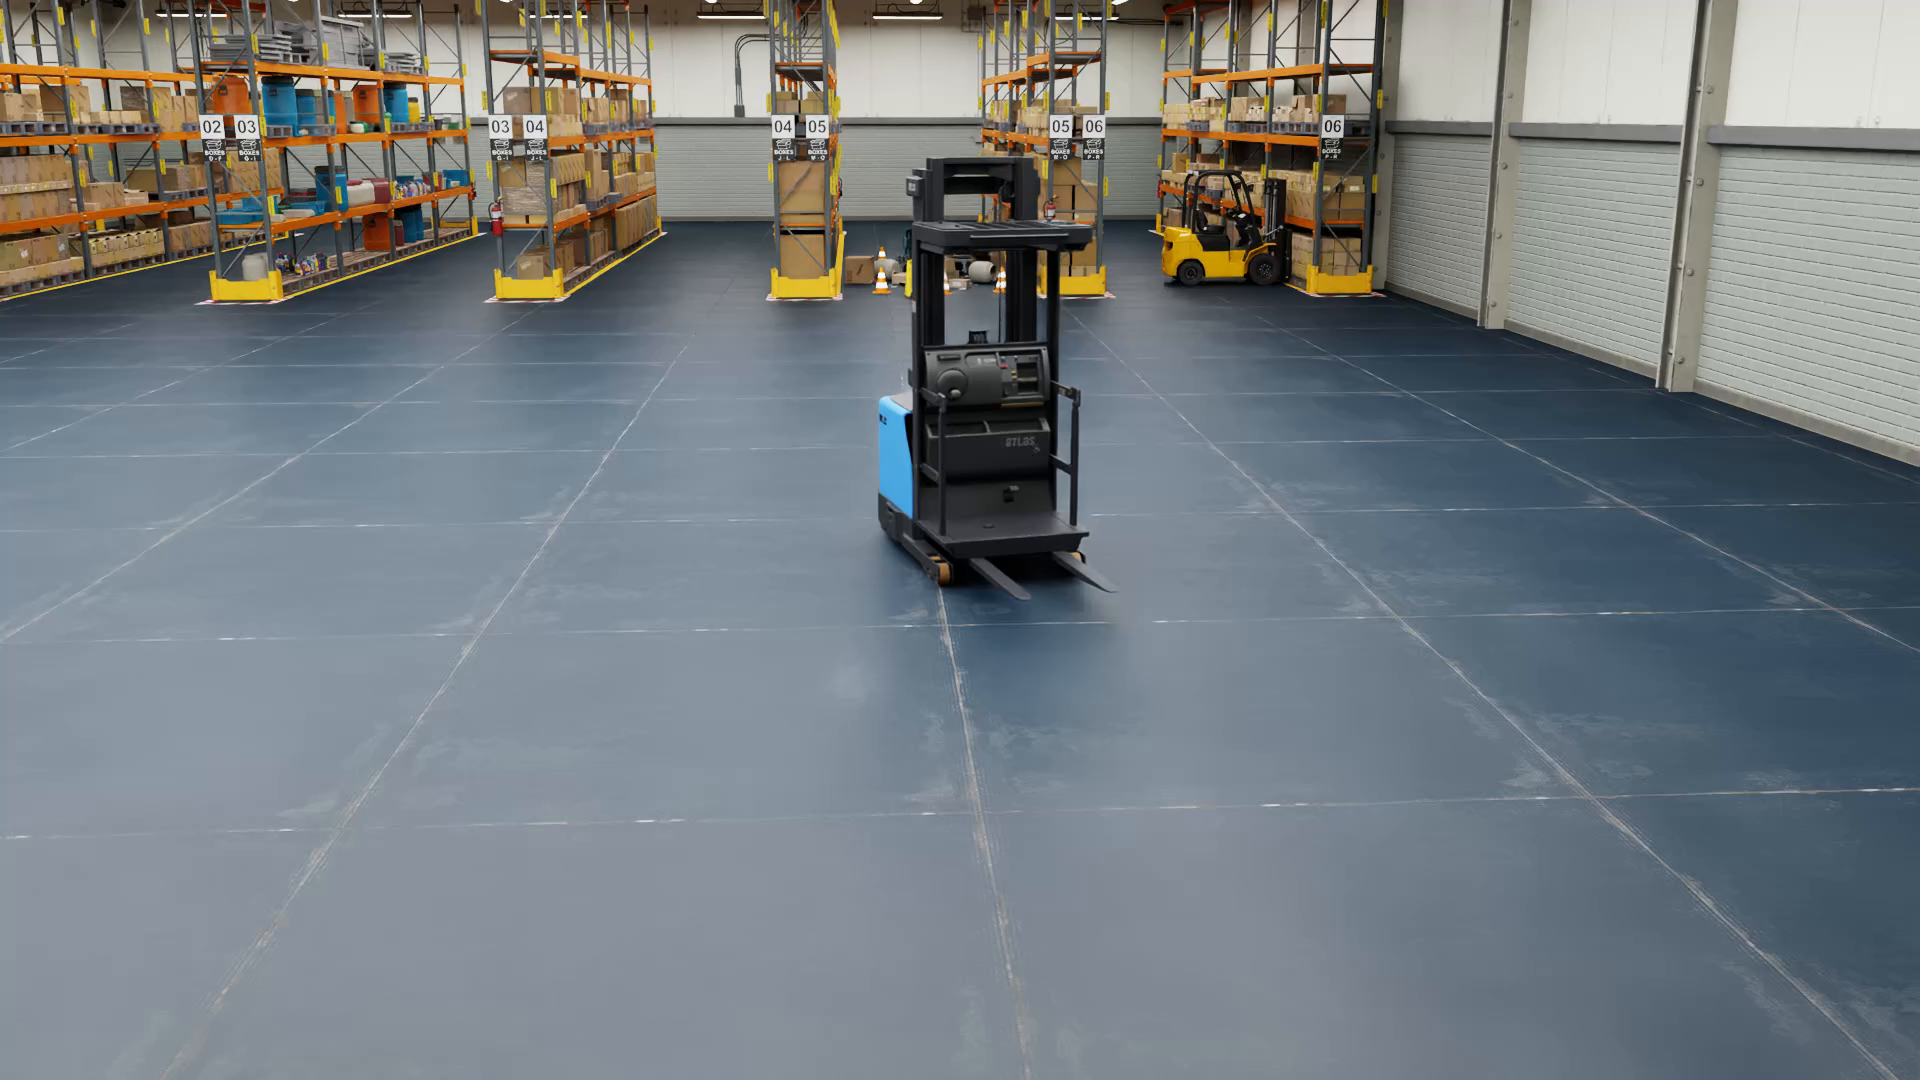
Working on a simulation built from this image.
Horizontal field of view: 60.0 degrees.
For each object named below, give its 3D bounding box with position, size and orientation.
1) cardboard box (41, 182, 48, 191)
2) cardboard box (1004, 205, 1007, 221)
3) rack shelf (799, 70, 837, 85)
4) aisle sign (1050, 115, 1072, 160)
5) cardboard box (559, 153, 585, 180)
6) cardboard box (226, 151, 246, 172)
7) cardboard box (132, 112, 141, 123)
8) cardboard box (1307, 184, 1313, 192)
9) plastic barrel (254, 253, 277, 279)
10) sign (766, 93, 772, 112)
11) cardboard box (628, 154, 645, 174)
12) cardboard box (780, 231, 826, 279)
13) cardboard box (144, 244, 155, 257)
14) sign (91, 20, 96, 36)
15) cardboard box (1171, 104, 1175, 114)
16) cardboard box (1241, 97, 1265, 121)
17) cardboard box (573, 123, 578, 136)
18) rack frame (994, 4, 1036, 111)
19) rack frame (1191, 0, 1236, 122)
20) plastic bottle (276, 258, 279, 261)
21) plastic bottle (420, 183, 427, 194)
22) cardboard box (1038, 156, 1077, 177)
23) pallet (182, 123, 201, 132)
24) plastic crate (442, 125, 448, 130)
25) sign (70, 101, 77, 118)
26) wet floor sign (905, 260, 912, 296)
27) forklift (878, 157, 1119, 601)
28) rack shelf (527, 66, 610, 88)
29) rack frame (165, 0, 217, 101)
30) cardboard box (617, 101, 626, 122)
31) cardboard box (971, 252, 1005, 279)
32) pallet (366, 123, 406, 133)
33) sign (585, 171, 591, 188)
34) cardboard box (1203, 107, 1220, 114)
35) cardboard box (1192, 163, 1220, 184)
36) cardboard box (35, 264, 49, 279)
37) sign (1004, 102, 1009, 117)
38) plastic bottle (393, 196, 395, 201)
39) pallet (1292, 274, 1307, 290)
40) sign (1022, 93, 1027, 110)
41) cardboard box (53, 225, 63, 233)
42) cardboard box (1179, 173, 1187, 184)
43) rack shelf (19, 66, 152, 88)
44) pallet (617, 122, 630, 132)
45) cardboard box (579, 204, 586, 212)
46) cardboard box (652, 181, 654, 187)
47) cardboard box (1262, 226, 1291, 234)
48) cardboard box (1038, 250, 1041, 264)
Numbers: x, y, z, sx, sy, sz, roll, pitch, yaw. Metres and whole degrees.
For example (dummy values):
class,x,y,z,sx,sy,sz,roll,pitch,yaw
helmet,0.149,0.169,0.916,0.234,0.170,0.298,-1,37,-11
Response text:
class,x,y,z,sx,sy,sz,roll,pitch,yaw
cardboard box,-17.635,-6.732,31.668,0.380,0.149,0.250,-1,14,-4
cardboard box,1.537,-7.778,40.658,0.875,0.875,0.875,0,14,-2
rack shelf,-3.703,-11.932,42.794,1.077,0.370,4.000,-1,14,-3
aisle sign,1.813,-7.236,29.913,0.394,0.787,0.004,-1,14,-3
cardboard box,-7.737,-7.408,32.993,0.500,0.500,0.500,-1,14,-3
cardboard box,-18.204,-9.459,41.562,0.500,0.500,0.500,-1,14,-5
cardboard box,-18.091,-9.153,36.019,0.500,0.250,0.500,-2,15,-8
cardboard box,6.706,-6.582,31.086,0.380,0.149,0.250,-1,14,-3
plastic barrel,-12.884,-5.053,30.796,0.421,0.512,0.421,0,14,0
sign,-3.378,-7.733,29.426,0.100,0.325,0.005,-1,14,-3
cardboard box,-8.370,-9.638,42.664,0.500,0.500,0.500,-1,14,-5
cardboard box,-2.943,-5.237,30.783,0.875,0.875,0.875,-1,14,-3
cardboard box,-17.864,-6.298,36.160,0.500,0.250,0.500,-1,14,-4
sign,-18.716,-11.067,35.945,0.100,0.325,0.005,-1,14,-3
cardboard box,5.896,-11.454,44.205,0.500,0.250,0.500,-1,14,-4
cardboard box,6.422,-9.380,36.198,0.500,0.500,0.500,-1,14,-2
cardboard box,-7.729,-7.979,32.300,0.500,0.250,0.500,-1,14,-2
rack frame,1.356,-11.887,41.165,1.000,3.000,0.127,-1,14,-3
rack frame,6.309,-11.964,41.467,1.000,3.000,0.127,-1,14,-3
plastic bottle,-13.289,-5.364,32.446,0.097,0.271,0.097,0,14,0
plastic bottle,-13.132,-8.599,40.675,0.152,0.276,0.135,-1,14,-3
cardboard box,1.826,-6.923,31.110,0.700,0.500,0.500,-1,14,-3
pallet,-18.385,-9.617,38.740,1.213,0.211,1.003,-1,14,-3
plastic crate,-13.351,-10.561,42.564,0.437,0.136,0.530,-1,14,-3
sign,-17.373,-8.437,32.582,0.100,0.325,0.005,-1,14,-3
wet floor sign,-0.857,-4.778,30.303,0.267,0.644,0.232,-3,15,-13
forklift,0.266,-1.206,11.831,1.130,2.935,3.031,-4,15,-17
rack shelf,-8.164,-9.699,34.911,1.077,0.370,4.000,-1,14,-3
rack frame,-18.423,-11.582,39.980,1.000,3.000,0.127,-1,14,-3
cardboard box,-8.490,-10.389,40.320,0.700,0.500,0.500,-1,14,-2
cardboard box,0.559,-5.495,33.374,0.500,0.500,0.500,10,18,35
pallet,-13.181,-9.310,37.550,1.003,0.211,1.213,-1,14,-3
sign,-7.499,-7.268,33.518,0.100,0.325,0.005,-1,14,-3
cardboard box,6.044,-10.323,39.970,0.380,0.149,0.250,-1,14,-3
cardboard box,6.148,-9.058,41.168,0.700,0.500,0.500,-1,14,-3
cardboard box,-17.582,-5.073,31.400,0.500,0.250,0.500,-1,14,-3
sign,1.049,-9.721,37.573,0.100,0.325,0.005,-1,14,-3
plastic bottle,-12.921,-7.827,37.825,0.097,0.201,0.097,0,14,0
pallet,6.964,-4.914,31.699,1.003,0.211,1.213,-1,14,-3
sign,1.297,-8.876,33.656,0.100,0.325,0.005,-1,14,-3
cardboard box,-23.368,-8.032,42.397,0.700,0.500,0.500,-1,14,-2
cardboard box,5.989,-9.377,43.157,0.500,0.250,0.500,-1,14,-3
rack shelf,-18.051,-9.547,34.320,1.077,0.370,4.000,-1,14,-3
pallet,-8.429,-9.961,40.085,0.805,0.209,1.217,-1,15,-6
cardboard box,-7.733,-6.668,33.427,0.380,0.149,0.250,-1,14,-3
cardboard box,-8.415,-9.553,44.640,0.380,0.149,0.250,-1,14,-3
cardboard box,6.522,-6.300,34.161,0.500,0.250,0.500,-1,14,-4
cardboard box,1.753,-5.557,31.774,0.500,0.500,0.500,0,14,-1
